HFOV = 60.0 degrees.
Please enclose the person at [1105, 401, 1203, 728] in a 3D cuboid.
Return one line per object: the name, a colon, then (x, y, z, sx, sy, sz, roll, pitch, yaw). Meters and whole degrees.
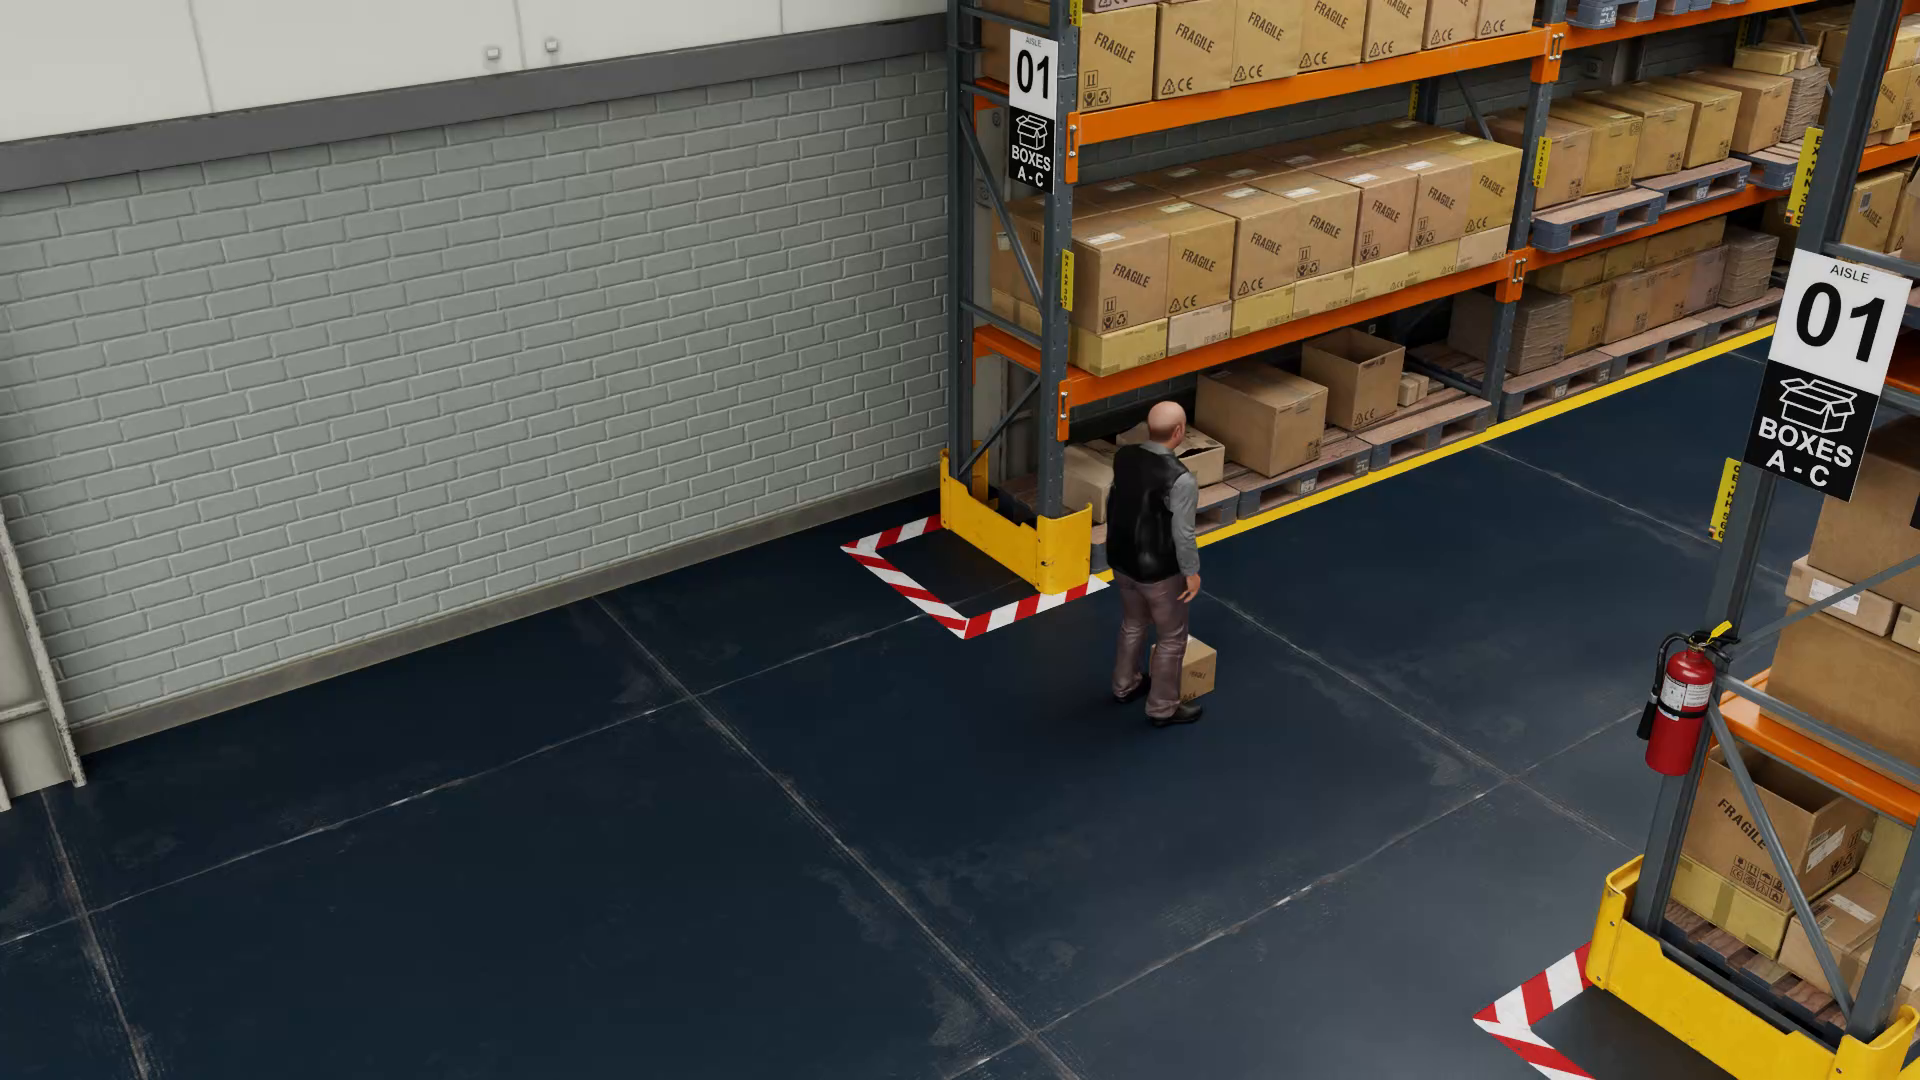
person: (0.963, 0.121, 8.426, 0.421, 1.720, 0.586, -21, 35, -33)
